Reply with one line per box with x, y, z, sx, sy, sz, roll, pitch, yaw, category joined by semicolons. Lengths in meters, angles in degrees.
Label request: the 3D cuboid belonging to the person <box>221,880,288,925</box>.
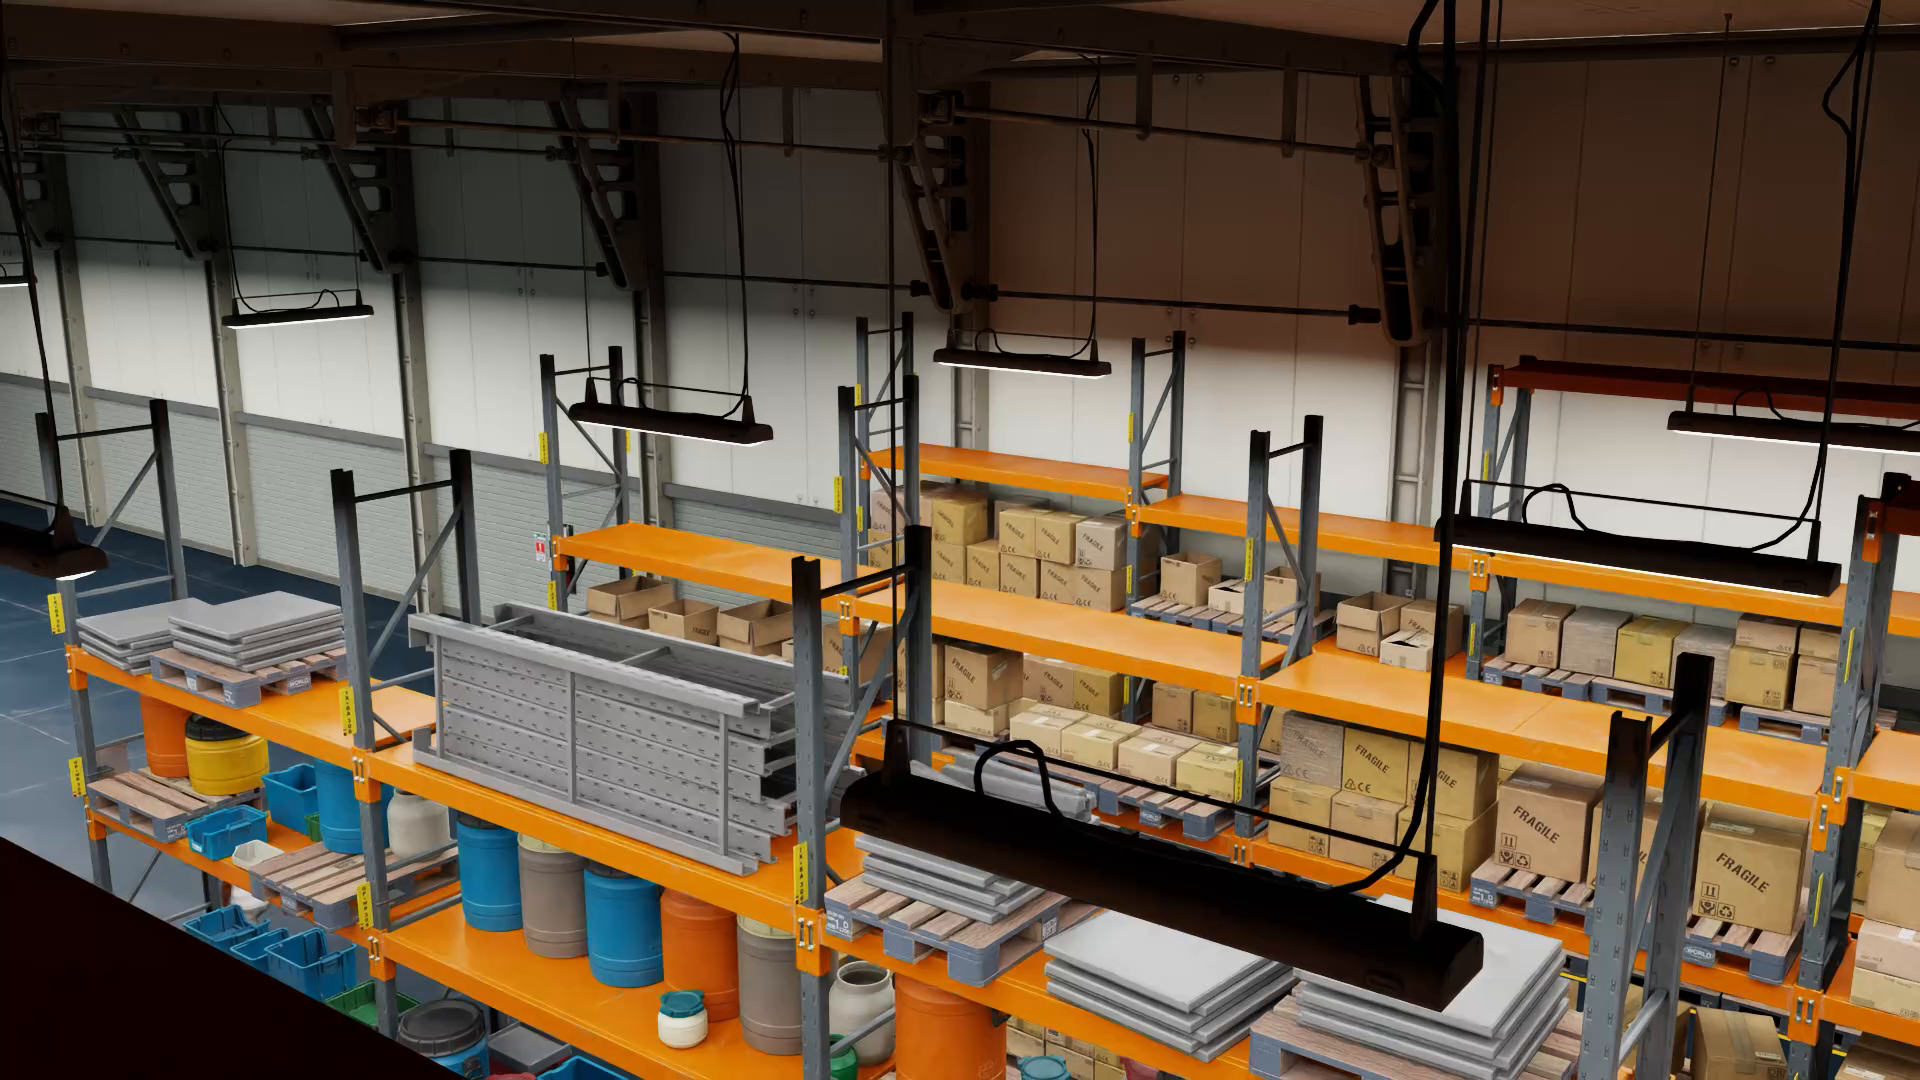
-7.003;3.520;16.449;1.039;1.656;0.565;11;17;40;person
